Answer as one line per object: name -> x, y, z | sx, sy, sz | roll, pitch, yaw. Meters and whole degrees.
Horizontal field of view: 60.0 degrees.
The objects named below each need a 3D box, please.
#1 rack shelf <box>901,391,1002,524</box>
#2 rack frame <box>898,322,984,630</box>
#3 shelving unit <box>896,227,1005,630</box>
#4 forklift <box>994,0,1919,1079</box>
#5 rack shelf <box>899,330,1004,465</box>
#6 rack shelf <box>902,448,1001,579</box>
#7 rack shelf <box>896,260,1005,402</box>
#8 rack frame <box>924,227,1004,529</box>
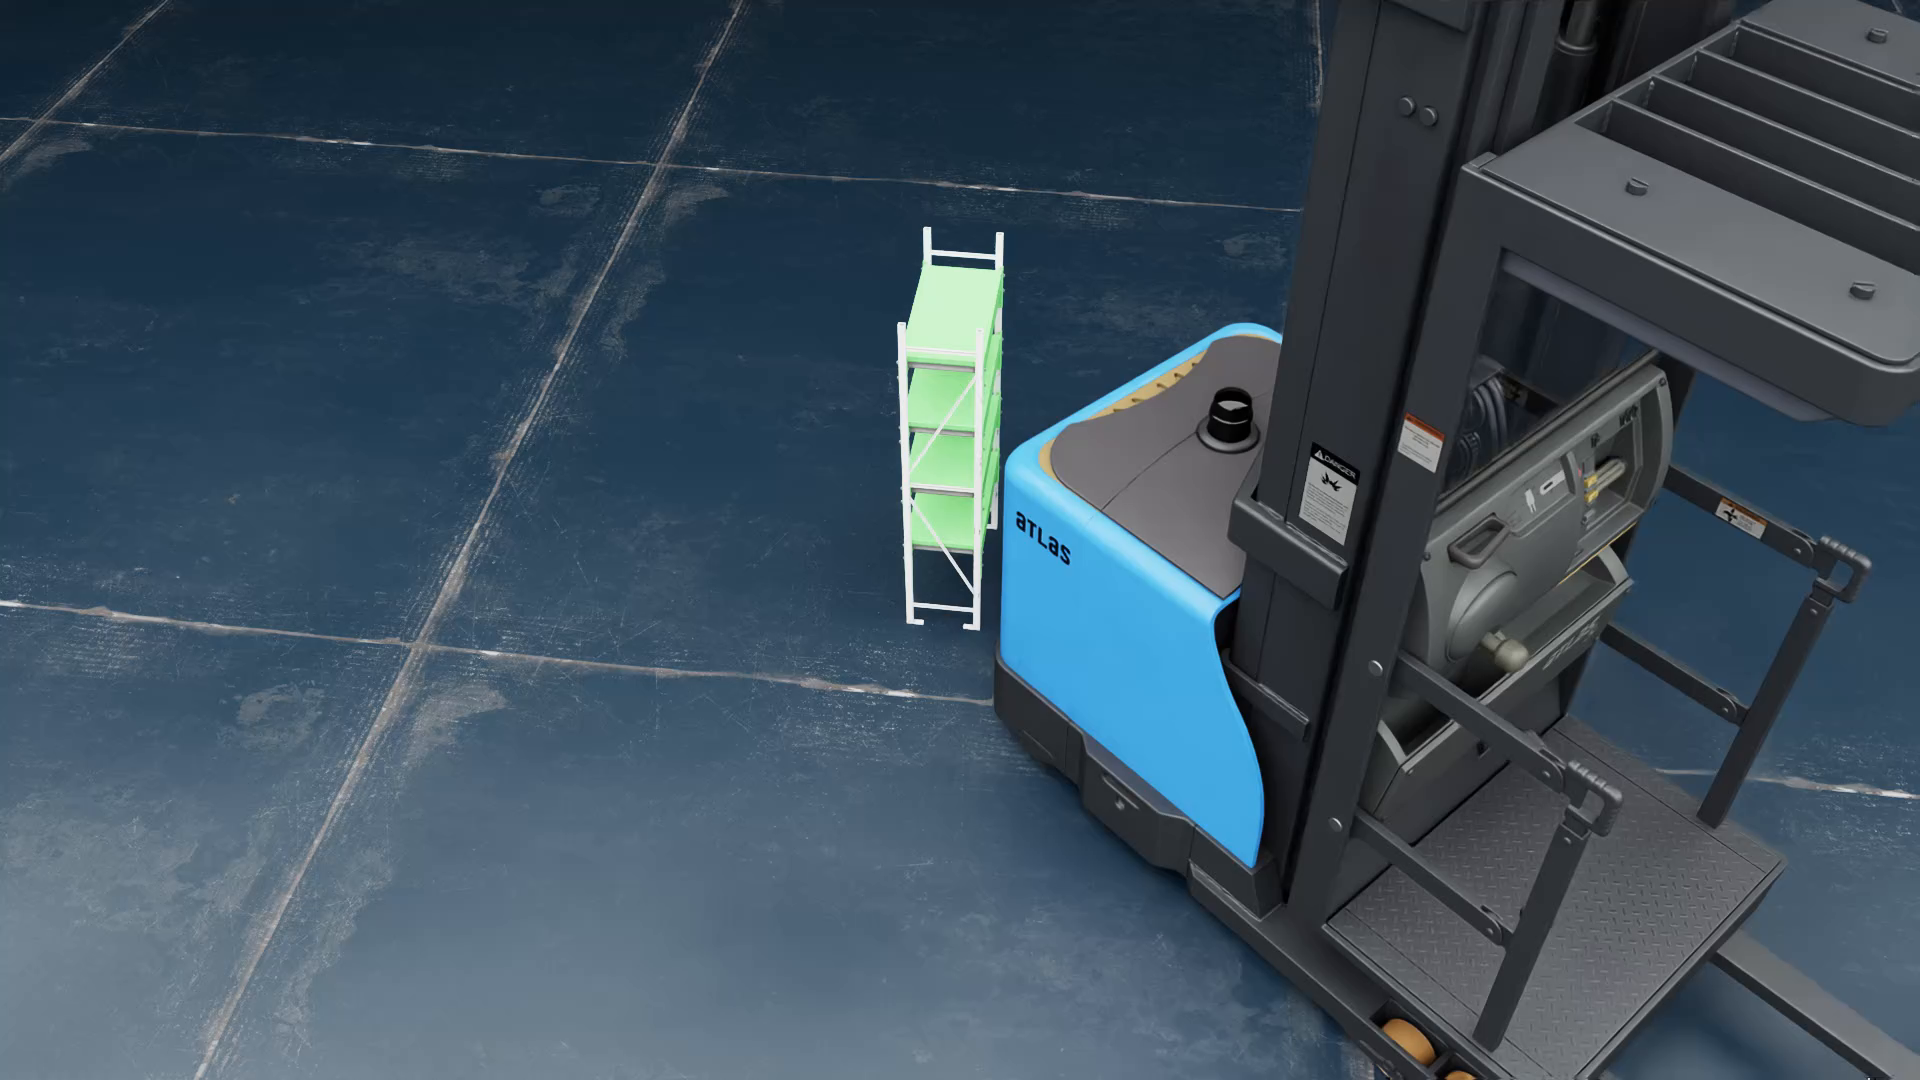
rack shelf -> -0.022, -0.276, 5.262 | 0.258, 0.148, 0.480 | 5, 44, 6
rack frame -> -0.054, -0.157, 5.043 | 0.240, 1.200, 0.015 | 5, 44, 6
shelving unit -> -0.022, -0.323, 5.218 | 0.258, 1.200, 0.503 | 5, 44, 6
forklift -> 1.451, 0.032, 3.585 | 1.130, 2.935, 3.031 | -31, 52, -29
rack shelf -> -0.022, -0.451, 5.097 | 0.258, 0.148, 0.480 | 5, 44, 6
rack shelf -> -0.022, -0.102, 5.427 | 0.258, 0.148, 0.480 | 5, 44, 6
rack shelf -> -0.022, -0.625, 4.932 | 0.258, 0.148, 0.480 | 5, 44, 6
rack frame -> 0.010, -0.489, 5.394 | 0.240, 1.200, 0.015 | 5, 44, 6
